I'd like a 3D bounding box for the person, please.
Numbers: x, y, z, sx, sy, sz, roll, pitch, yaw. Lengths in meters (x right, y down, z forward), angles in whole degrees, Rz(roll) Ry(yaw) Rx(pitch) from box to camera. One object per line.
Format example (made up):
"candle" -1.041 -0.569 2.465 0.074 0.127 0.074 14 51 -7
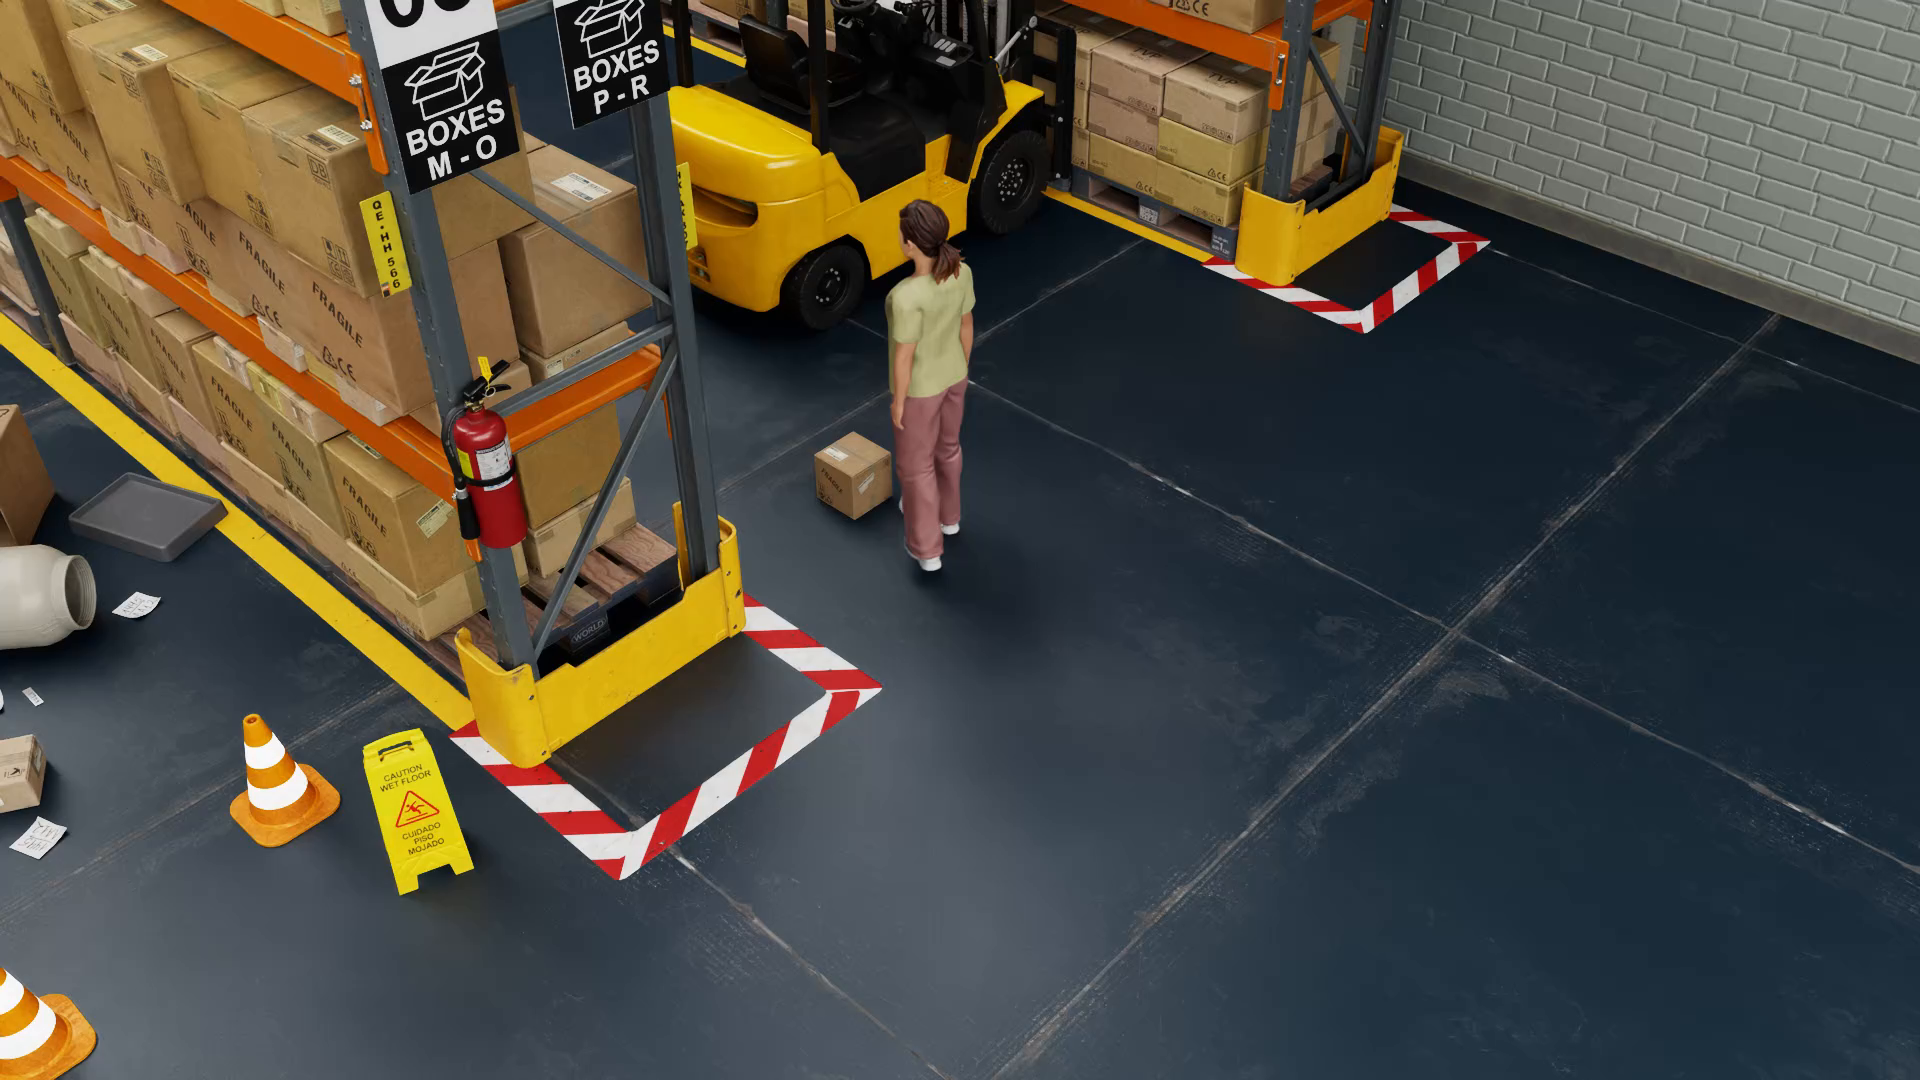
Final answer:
"person" -0.160 -0.650 6.948 0.430 1.695 0.451 30 48 31
